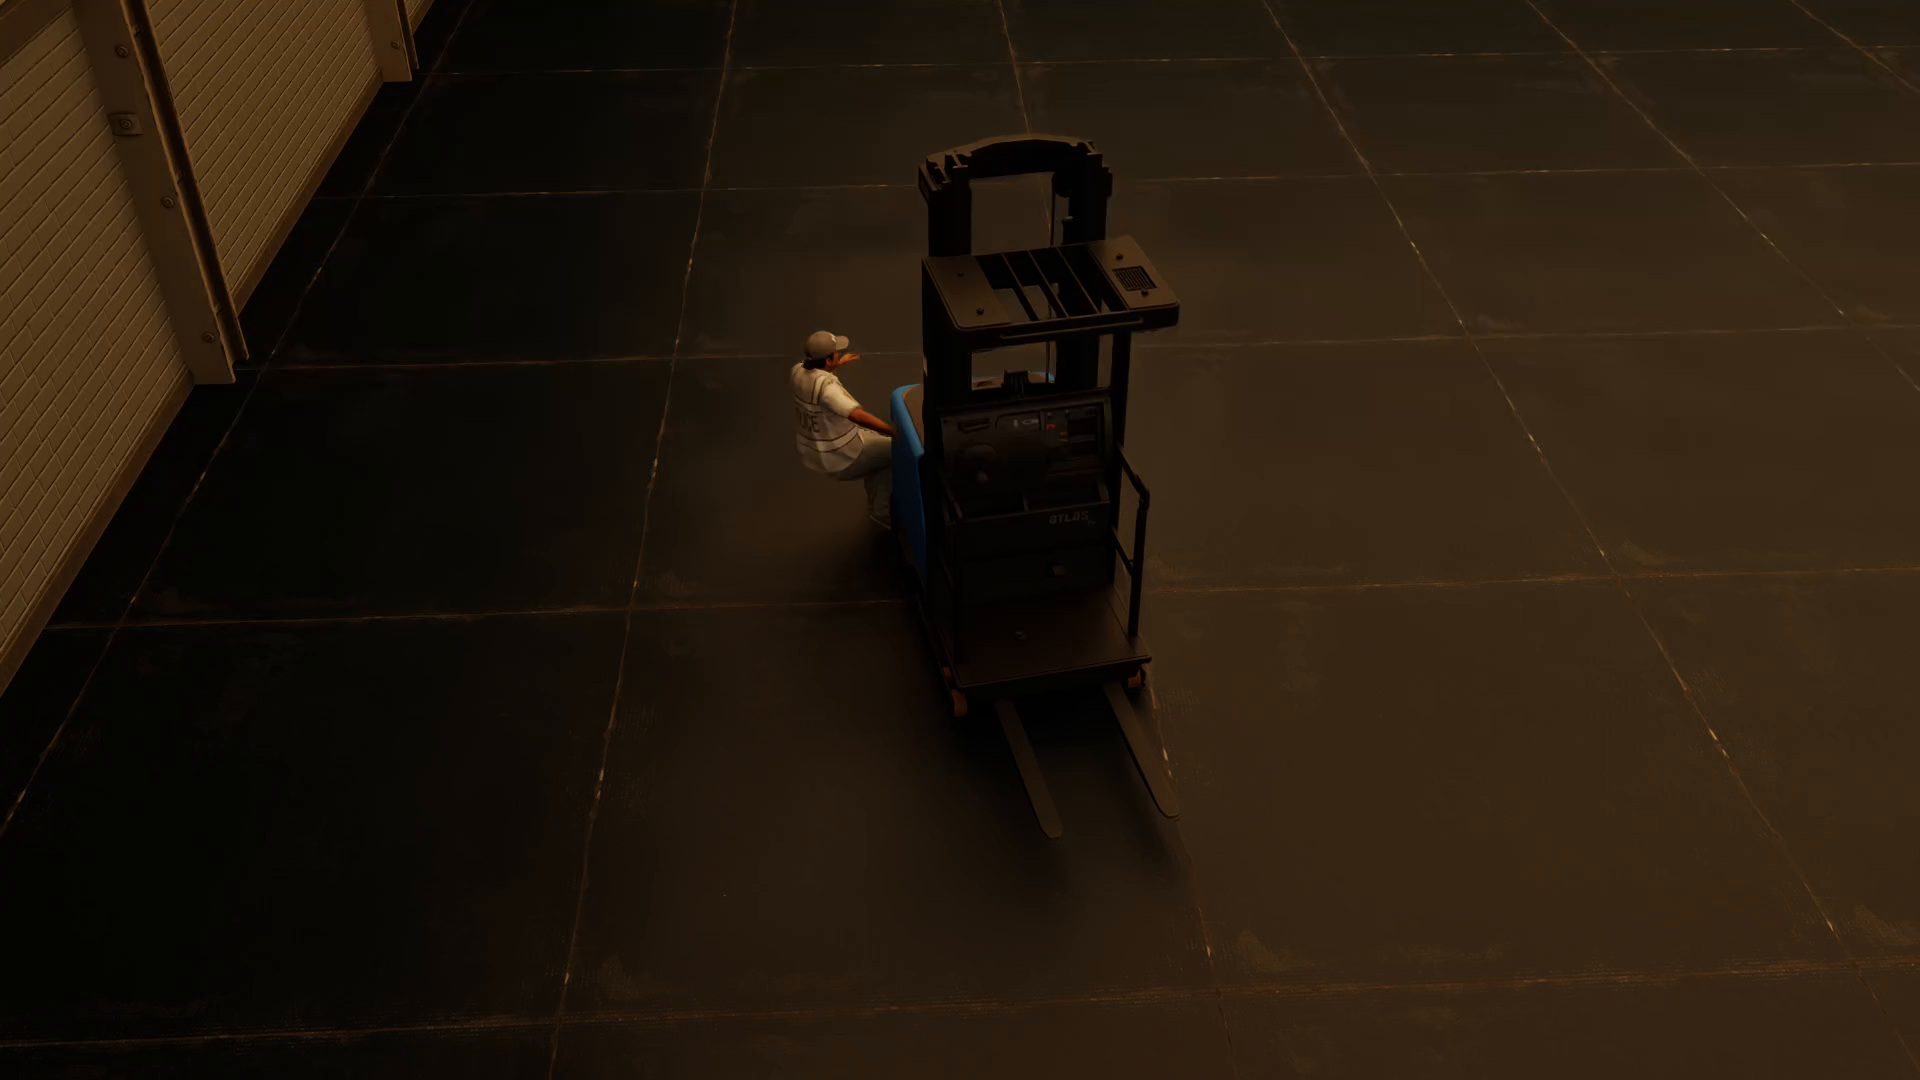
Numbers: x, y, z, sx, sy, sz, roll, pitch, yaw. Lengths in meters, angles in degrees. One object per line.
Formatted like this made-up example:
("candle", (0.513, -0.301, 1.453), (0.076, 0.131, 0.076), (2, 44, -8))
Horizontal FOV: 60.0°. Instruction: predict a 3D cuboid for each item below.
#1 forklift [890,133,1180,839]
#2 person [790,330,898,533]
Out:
("forklift", (0.408, -0.458, 8.640), (1.130, 2.935, 3.031), (-8, 37, -11))
("person", (-0.609, -0.693, 10.228), (0.824, 1.428, 0.900), (-30, 46, -35))
